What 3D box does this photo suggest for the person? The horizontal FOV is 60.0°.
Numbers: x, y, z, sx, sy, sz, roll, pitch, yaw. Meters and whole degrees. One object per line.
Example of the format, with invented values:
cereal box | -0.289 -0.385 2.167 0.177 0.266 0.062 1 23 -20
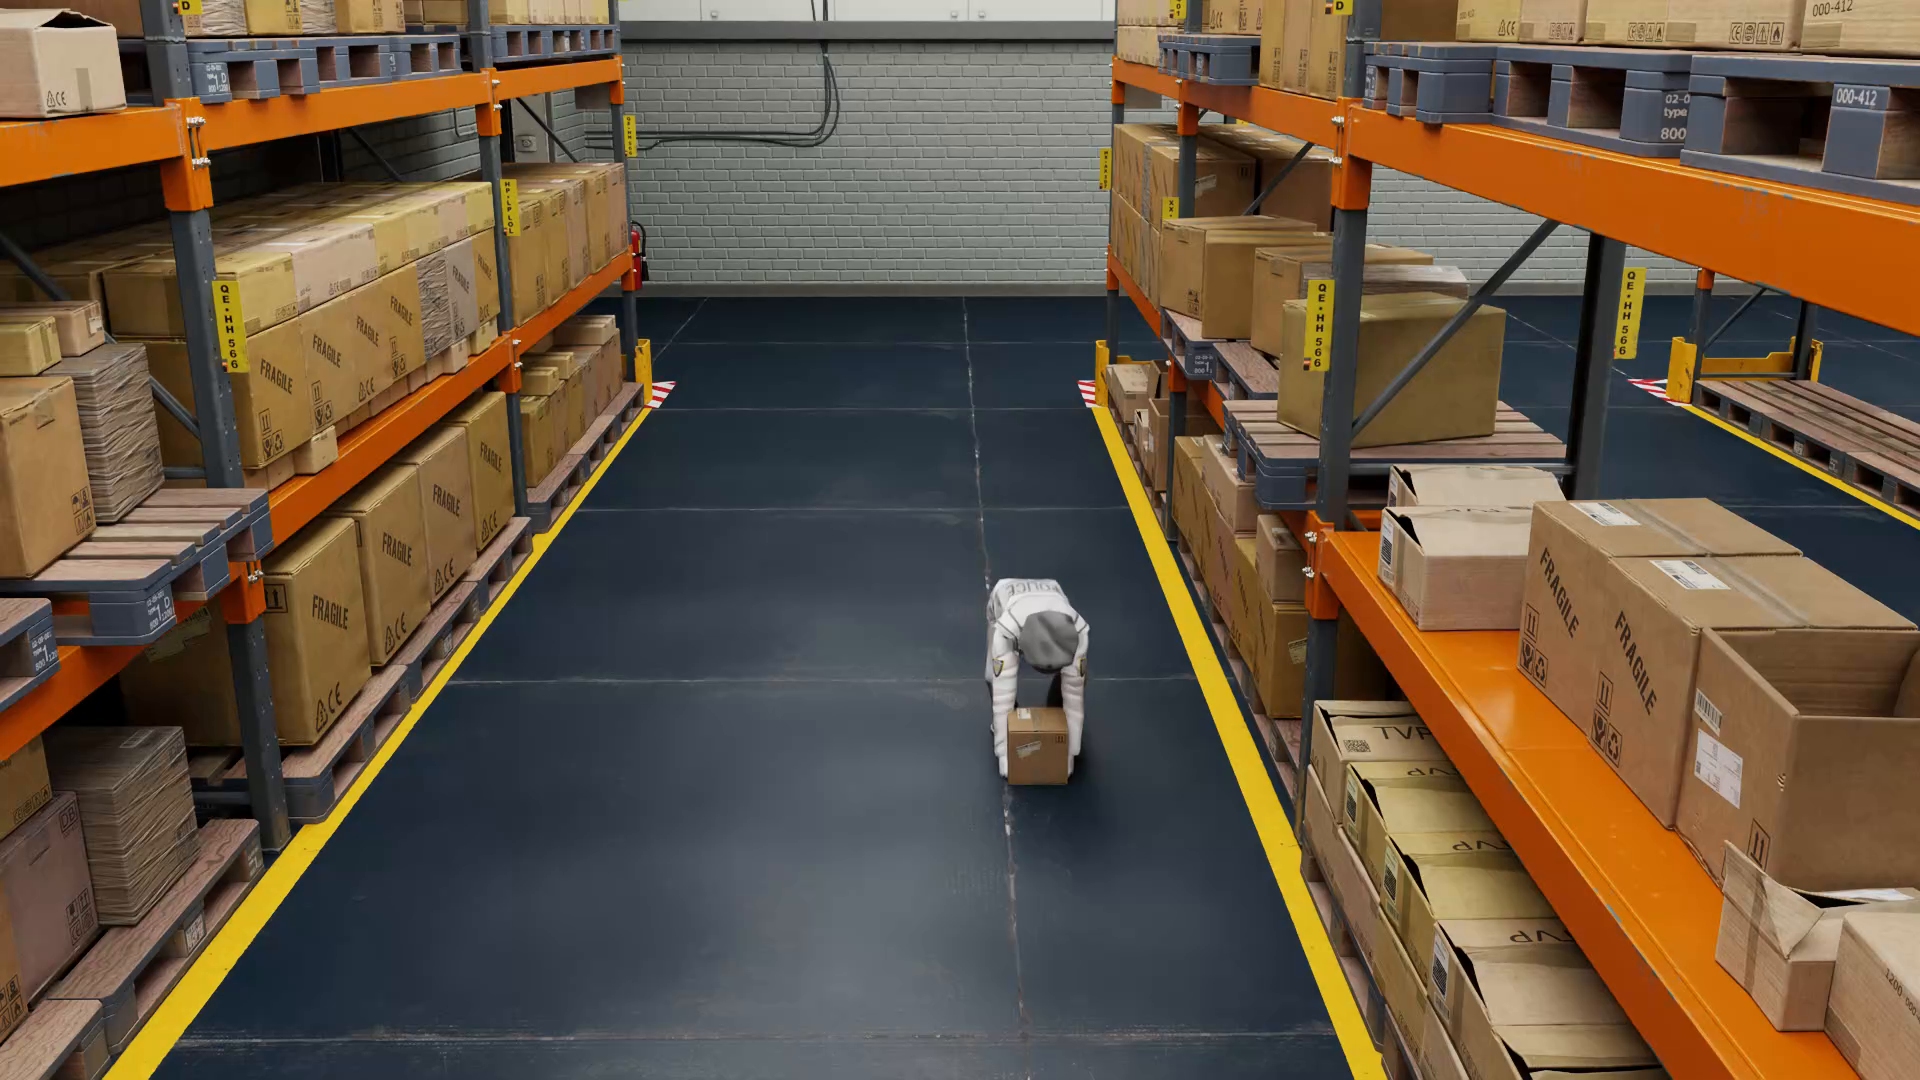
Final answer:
person | 0.336 0.561 7.315 0.457 0.760 0.915 -1 17 -2
